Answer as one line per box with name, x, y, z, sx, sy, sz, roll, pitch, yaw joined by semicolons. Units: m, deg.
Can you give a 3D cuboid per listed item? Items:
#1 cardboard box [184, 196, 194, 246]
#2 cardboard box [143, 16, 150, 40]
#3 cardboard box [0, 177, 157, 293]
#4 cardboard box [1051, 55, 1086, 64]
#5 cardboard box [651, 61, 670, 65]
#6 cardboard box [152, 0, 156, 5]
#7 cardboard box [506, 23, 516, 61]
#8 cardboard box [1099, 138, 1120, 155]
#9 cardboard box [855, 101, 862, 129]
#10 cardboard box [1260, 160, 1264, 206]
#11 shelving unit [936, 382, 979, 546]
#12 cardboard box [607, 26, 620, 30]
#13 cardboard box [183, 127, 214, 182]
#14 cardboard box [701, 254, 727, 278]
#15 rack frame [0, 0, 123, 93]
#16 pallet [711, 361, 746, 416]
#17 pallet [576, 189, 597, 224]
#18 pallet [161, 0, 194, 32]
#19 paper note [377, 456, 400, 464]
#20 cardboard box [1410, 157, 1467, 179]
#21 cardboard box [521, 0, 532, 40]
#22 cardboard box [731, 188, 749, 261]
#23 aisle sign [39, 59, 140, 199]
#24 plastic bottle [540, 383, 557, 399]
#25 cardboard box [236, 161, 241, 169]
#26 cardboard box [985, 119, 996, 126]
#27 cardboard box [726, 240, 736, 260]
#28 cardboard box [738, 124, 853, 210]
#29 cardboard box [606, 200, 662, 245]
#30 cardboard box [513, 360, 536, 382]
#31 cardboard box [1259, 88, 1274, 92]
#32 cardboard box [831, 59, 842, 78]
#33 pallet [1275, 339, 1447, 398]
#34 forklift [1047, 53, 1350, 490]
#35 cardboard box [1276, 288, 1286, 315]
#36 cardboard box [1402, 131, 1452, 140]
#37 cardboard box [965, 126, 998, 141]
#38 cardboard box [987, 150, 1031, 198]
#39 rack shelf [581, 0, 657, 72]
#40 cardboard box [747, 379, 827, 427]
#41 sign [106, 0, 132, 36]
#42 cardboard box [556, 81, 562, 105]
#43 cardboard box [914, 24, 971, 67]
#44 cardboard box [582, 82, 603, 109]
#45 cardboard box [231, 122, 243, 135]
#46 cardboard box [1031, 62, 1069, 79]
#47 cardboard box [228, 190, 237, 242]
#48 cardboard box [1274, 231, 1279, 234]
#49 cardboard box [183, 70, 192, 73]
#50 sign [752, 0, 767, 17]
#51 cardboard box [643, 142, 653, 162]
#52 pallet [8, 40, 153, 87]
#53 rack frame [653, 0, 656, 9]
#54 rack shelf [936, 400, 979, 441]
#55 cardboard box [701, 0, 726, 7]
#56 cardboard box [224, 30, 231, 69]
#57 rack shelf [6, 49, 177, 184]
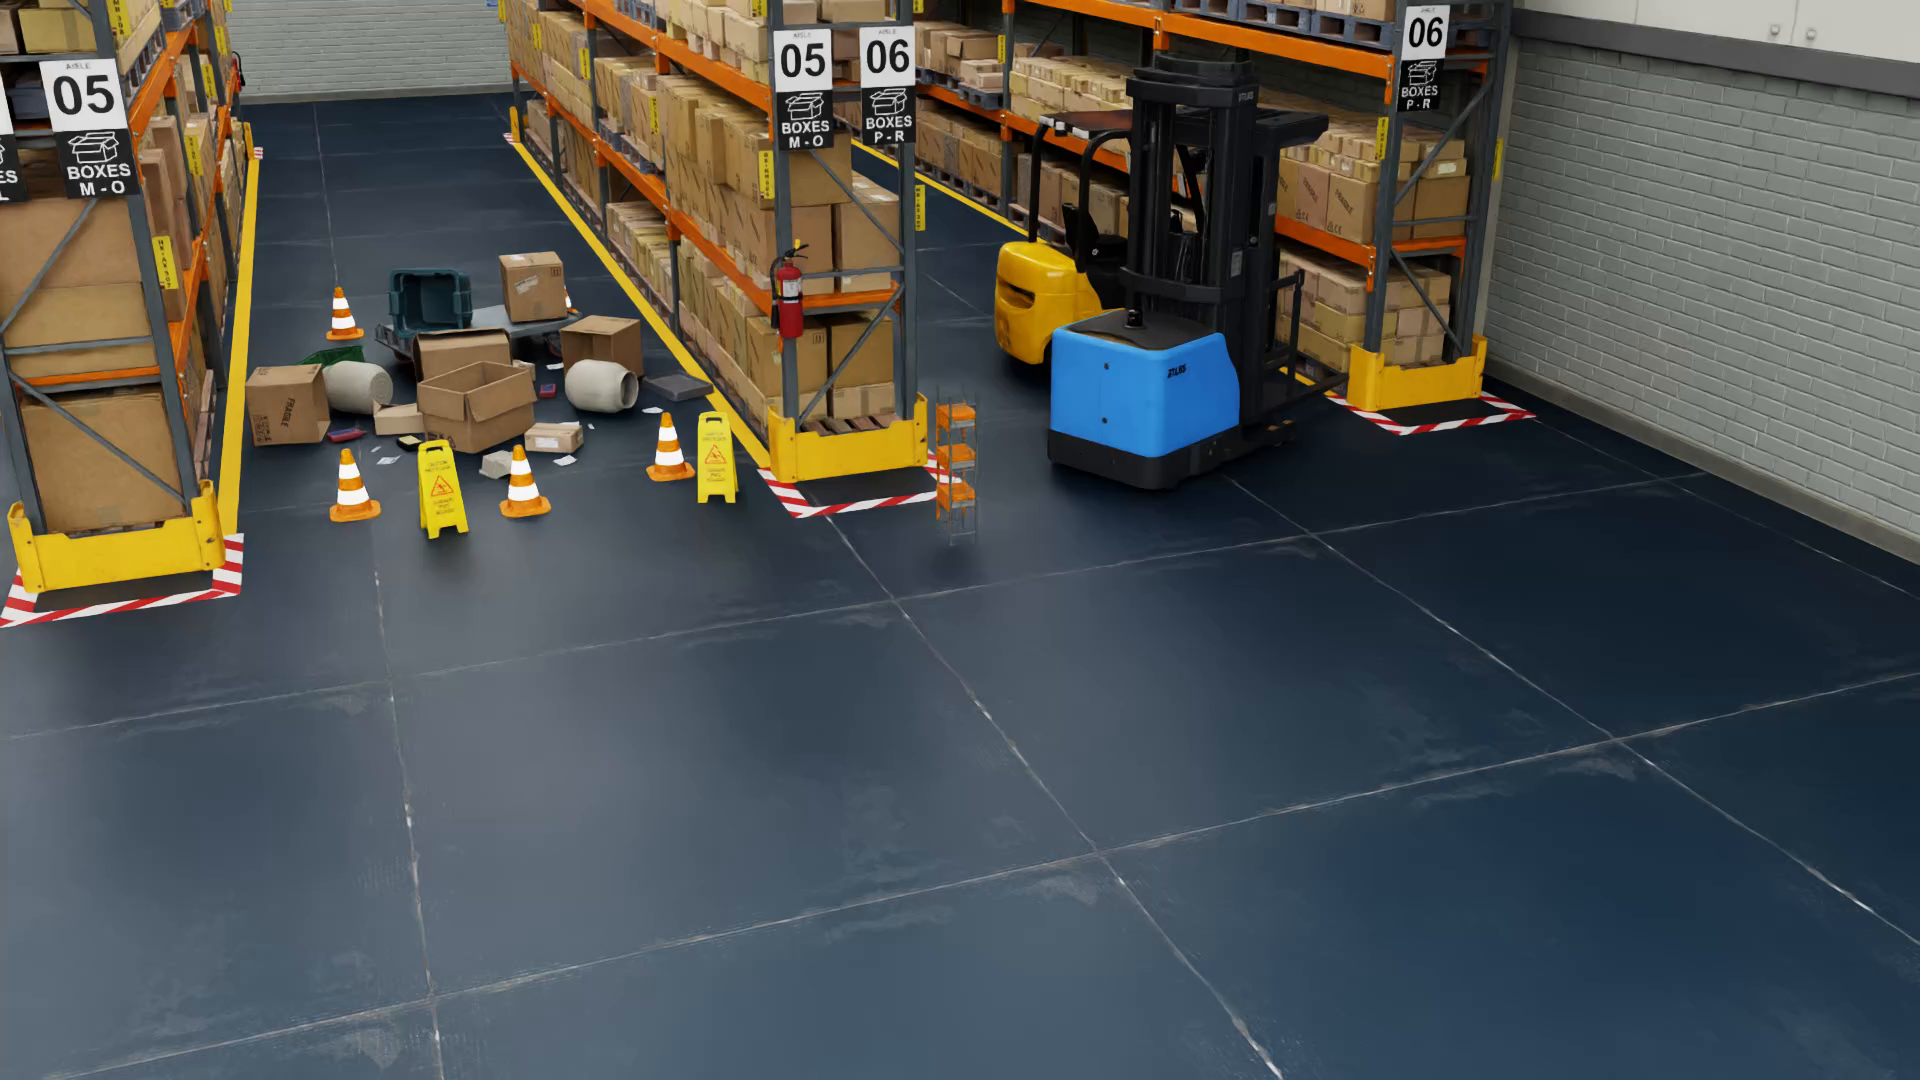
cardboard box;-6.672;-2.582;13.320;0.875;0.550;0.550;-8;24;-19
cardboard box;-5.934;-3.600;11.721;0.380;0.149;0.250;-9;24;-19
cardboard box;-5.496;-1.898;10.309;0.875;0.550;0.550;-8;24;-19
cardboard box;1.315;-5.751;20.069;0.380;0.149;0.250;-8;24;-17
cardboard box;-3.018;-4.878;17.908;0.500;0.500;0.500;-9;24;-20
cardboard box;-6.400;-4.191;12.610;0.500;0.250;0.500;-9;24;-20
cardboard box;-6.557;-7.553;25.180;0.500;0.500;0.500;-9;24;-19
cardboard box;1.818;-4.303;17.791;0.500;0.250;0.500;-8;24;-19
cardboard box;-1.329;-6.688;25.934;0.500;0.500;0.500;-8;24;-18
cardboard box;2.873;-3.336;15.174;0.500;0.500;0.500;-8;24;-19
shelving unit;-0.019;-0.503;11.092;0.215;1.050;0.252;-8;24;-19
cardboard box;-3.930;-5.903;19.977;0.500;0.500;0.500;-8;24;-17
cardboard box;-7.465;-3.655;15.930;0.500;0.500;0.500;-9;24;-20
cardboard box;-1.994;-2.343;14.145;0.380;0.149;0.250;-7;24;-16
rack frame;-5.401;-3.956;9.050;1.000;3.000;0.127;-8;24;-19
pallet;-1.513;-1.393;14.283;1.003;0.211;1.213;-8;24;-19
pallet;-4.267;-4.269;21.106;1.003;0.211;1.213;-8;24;-19
pallet;-7.552;-4.761;15.065;1.003;0.211;1.213;-7;24;-17
paper note;-4.352;-0.610;12.661;0.144;0.017;0.142;0;23;-1
cardboard box;3.960;-3.094;13.764;0.380;0.149;0.250;-9;24;-20
cardboard box;-5.830;-7.277;23.238;0.500;0.500;0.500;-8;24;-18
cardboard box;-1.428;-2.433;12.648;0.500;0.500;0.500;-8;24;-19
aisle sign;-5.095;-2.405;9.747;0.394;0.787;0.004;-8;24;-19
plastic bottle;-3.517;-1.281;14.210;0.133;0.061;0.283;-4;23;-10
cardboard box;-9.964;-5.074;22.556;0.380;0.149;0.250;-9;24;-20
cardboard box;0.556;-5.636;22.602;0.380;0.149;0.250;-9;25;-21
cardboard box;-1.655;-2.353;13.295;0.380;0.149;0.250;-9;24;-20
cardboard box;-1.190;-2.707;12.011;0.700;0.500;0.500;-9;24;-20
cardboard box;-3.441;-3.590;18.749;0.950;0.372;0.625;-10;25;-23
cardboard box;-3.939;-1.511;14.492;0.396;0.266;0.258;12;26;27
cardboard box;2.869;-4.354;16.371;0.380;0.149;0.250;-9;24;-20
cardboard box;-0.795;-3.422;11.969;0.380;0.149;0.250;-9;25;-21
pallet;3.527;-1.577;14.720;1.003;0.211;1.213;-8;24;-19
forklift;2.031;-2.197;12.688;1.130;2.935;3.031;20;30;39
cardboard box;3.003;-2.249;15.080;0.500;0.250;0.500;-9;24;-20
cardboard box;3.883;-3.328;13.938;0.380;0.149;0.250;-7;24;-17
cardboard box;0.283;-5.371;21.974;0.380;0.149;0.250;-9;24;-20
cardboard box;0.660;-4.662;21.128;0.500;0.500;0.500;-8;24;-17
rack shelf;-2.925;-5.138;16.643;1.077;0.370;4.000;-8;24;-19
cardboard box;-1.351;-1.099;12.996;0.500;0.250;0.500;-8;24;-19
sign;-4.879;-3.087;9.623;0.100;0.325;0.005;-8;24;-19
cardboard box;-4.786;-5.626;20.930;0.500;0.250;0.500;-9;24;-19
cardboard box;-0.258;-6.795;22.840;0.700;0.500;0.500;-8;24;-18
cardboard box;-4.040;-5.117;19.077;0.500;0.250;0.500;-8;24;-19
cardboard box;-10.383;-5.826;23.574;0.380;0.149;0.250;-9;24;-20
cardboard box;1.058;-5.499;19.470;0.380;0.149;0.250;-8;24;-18
cardboard box;-8.419;-3.614;18.641;0.500;0.500;0.500;-8;24;-18
cardboard box;3.138;-2.911;16.006;0.500;0.250;0.500;-8;24;-19
cardboard box;-8.759;-5.213;18.774;0.380;0.149;0.250;-9;24;-20
sign;-1.332;-3.629;10.996;0.100;0.325;0.005;-8;24;-19
cardboard box;-2.860;-3.775;16.126;0.380;0.149;0.250;-9;24;-20
pallet;-6.107;-3.245;11.339;1.003;0.211;1.213;-8;24;-19
rack frame;-2.219;-6.125;14.197;1.000;3.000;0.127;-8;24;-19
rack shelf;-0.019;-0.755;10.986;0.215;0.259;0.240;-8;24;-19
cardboard box;-1.774;-4.176;12.731;0.380;0.149;0.250;-8;24;-18
cardboard box;-10.288;-6.690;22.748;0.500;0.500;0.500;-8;24;-19
rack shelf;-6.107;-2.969;11.496;1.077;0.370;4.000;-8;24;-19
